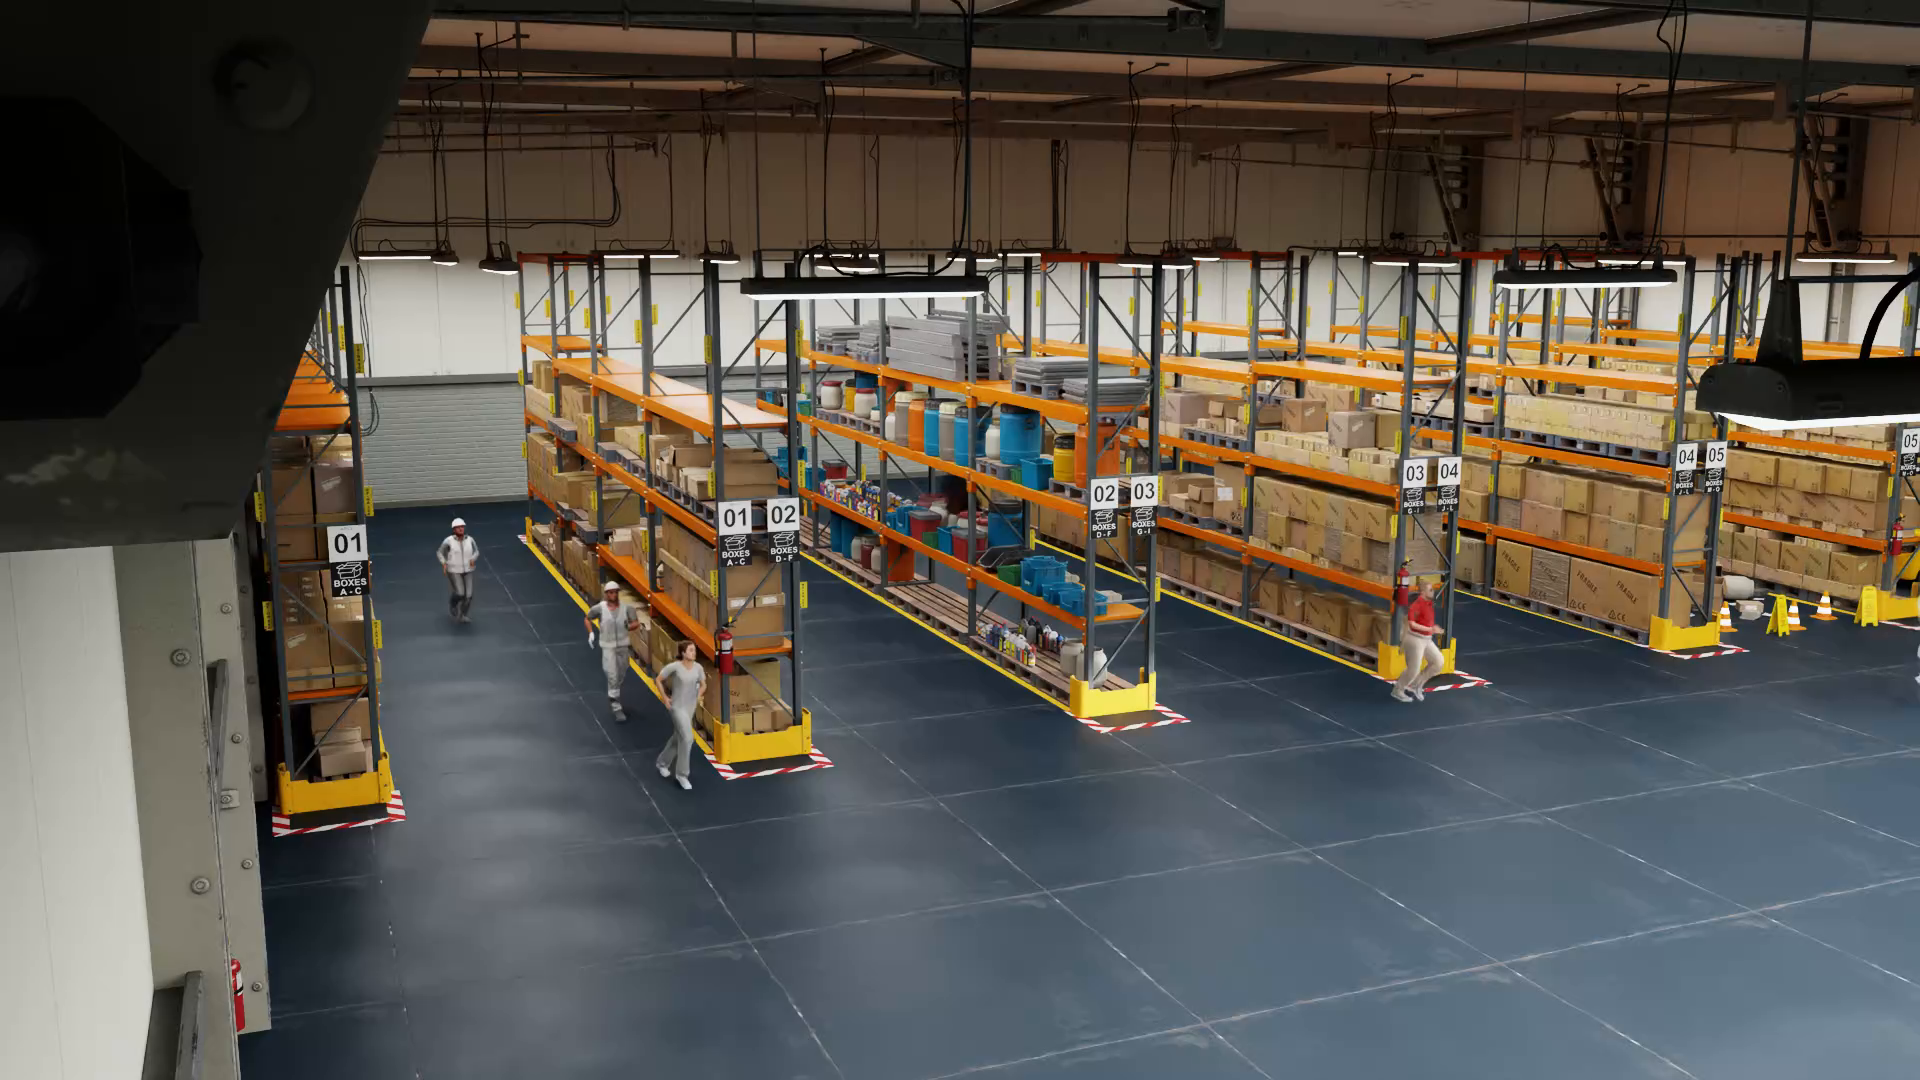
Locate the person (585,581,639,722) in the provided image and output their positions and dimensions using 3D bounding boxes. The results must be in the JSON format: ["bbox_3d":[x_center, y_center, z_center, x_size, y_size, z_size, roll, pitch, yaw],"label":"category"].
[{"bbox_3d":[-4.590,1.427,22.090,0.658,1.785,0.983,-6,12,-29],"label":"person"}]

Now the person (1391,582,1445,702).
[{"bbox_3d":[6.313,1.397,22.730,0.719,1.687,0.678,8,13,38],"label":"person"}]

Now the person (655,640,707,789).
[{"bbox_3d":[-3.253,2.008,19.540,0.707,1.711,0.544,8,13,38],"label":"person"}]

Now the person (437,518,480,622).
[{"bbox_3d":[-8.229,0.511,27.445,0.658,1.731,0.570,-7,12,-33],"label":"person"}]
